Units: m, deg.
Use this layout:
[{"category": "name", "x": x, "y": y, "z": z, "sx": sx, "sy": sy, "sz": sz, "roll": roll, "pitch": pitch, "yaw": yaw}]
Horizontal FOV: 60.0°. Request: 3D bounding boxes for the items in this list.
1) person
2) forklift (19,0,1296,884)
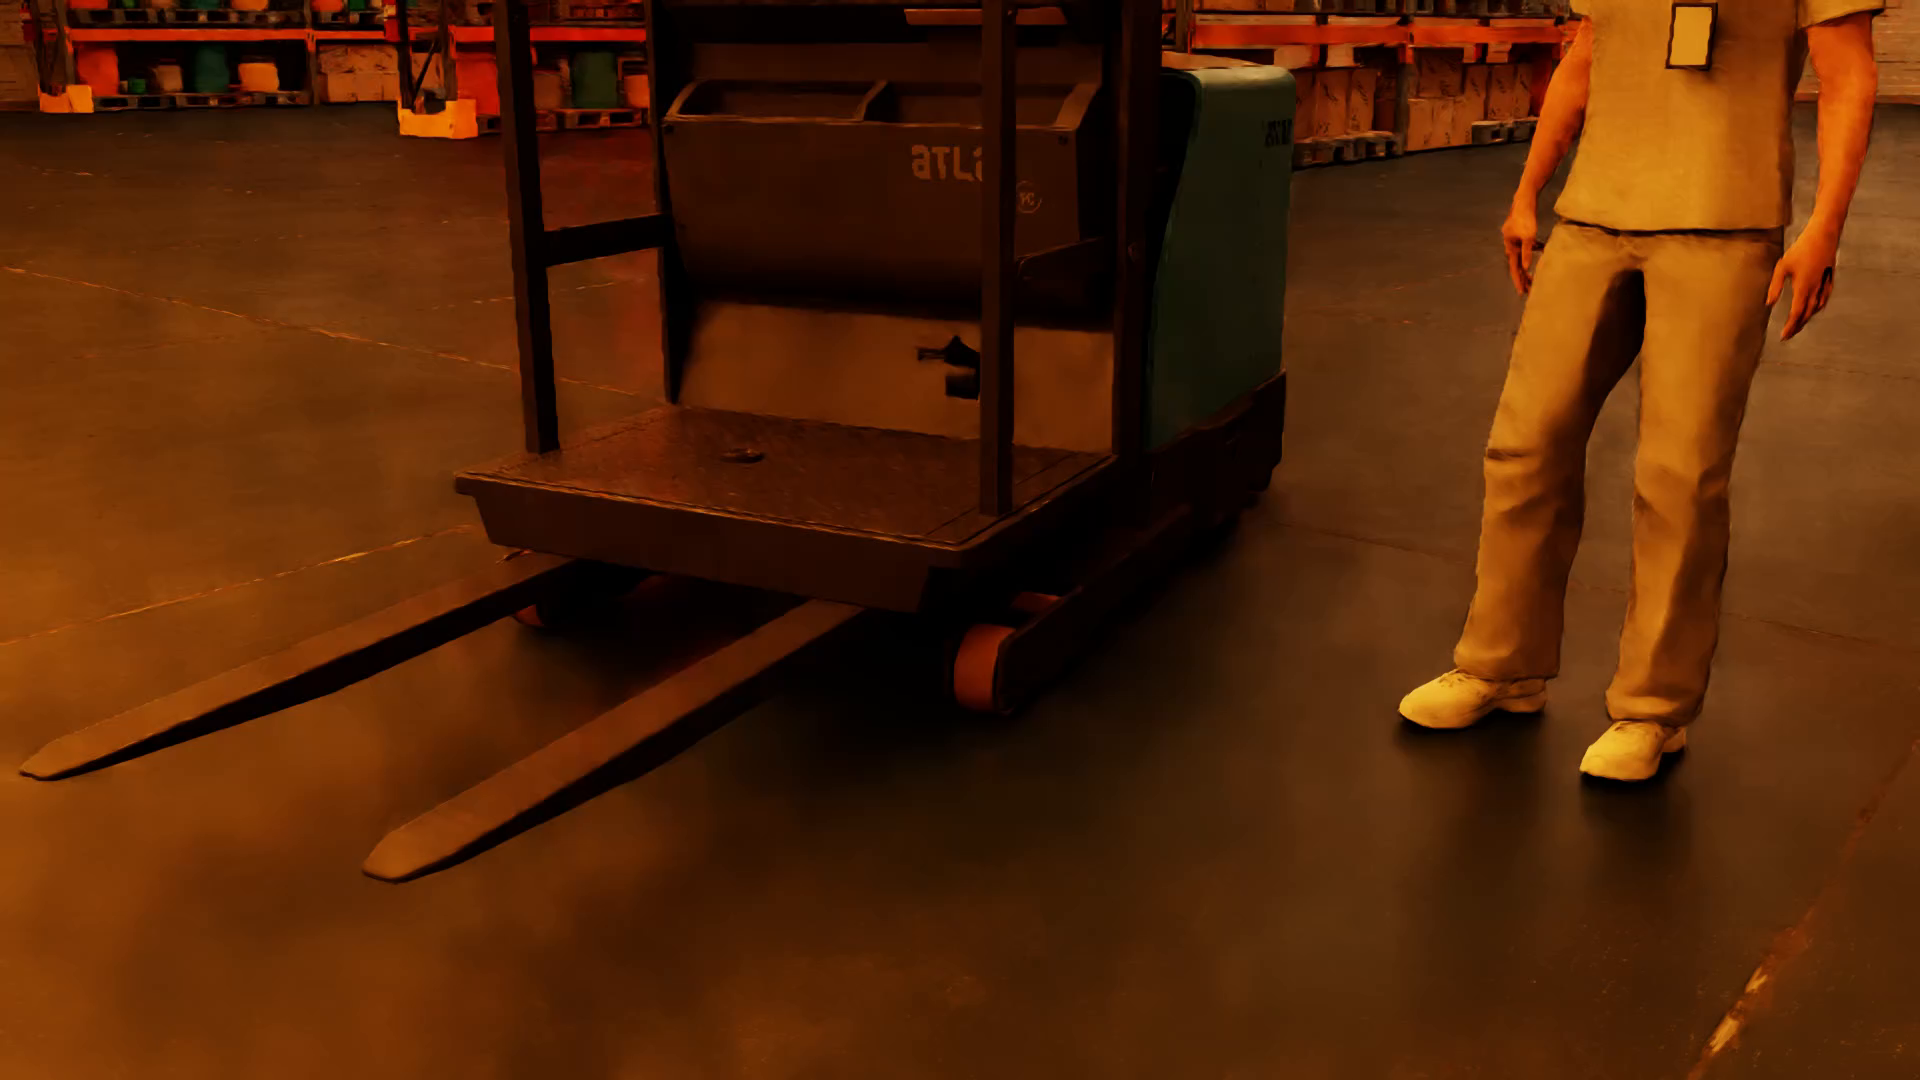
[{"category": "person", "x": 1.079, "y": -0.463, "z": 2.589, "sx": 0.466, "sy": 1.674, "sz": 0.558, "roll": -13, "pitch": 21, "yaw": -36}, {"category": "forklift", "x": -0.263, "y": -1.237, "z": 2.973, "sx": 1.130, "sy": 2.935, "sz": 3.031, "roll": 8, "pitch": 19, "yaw": 25}]
